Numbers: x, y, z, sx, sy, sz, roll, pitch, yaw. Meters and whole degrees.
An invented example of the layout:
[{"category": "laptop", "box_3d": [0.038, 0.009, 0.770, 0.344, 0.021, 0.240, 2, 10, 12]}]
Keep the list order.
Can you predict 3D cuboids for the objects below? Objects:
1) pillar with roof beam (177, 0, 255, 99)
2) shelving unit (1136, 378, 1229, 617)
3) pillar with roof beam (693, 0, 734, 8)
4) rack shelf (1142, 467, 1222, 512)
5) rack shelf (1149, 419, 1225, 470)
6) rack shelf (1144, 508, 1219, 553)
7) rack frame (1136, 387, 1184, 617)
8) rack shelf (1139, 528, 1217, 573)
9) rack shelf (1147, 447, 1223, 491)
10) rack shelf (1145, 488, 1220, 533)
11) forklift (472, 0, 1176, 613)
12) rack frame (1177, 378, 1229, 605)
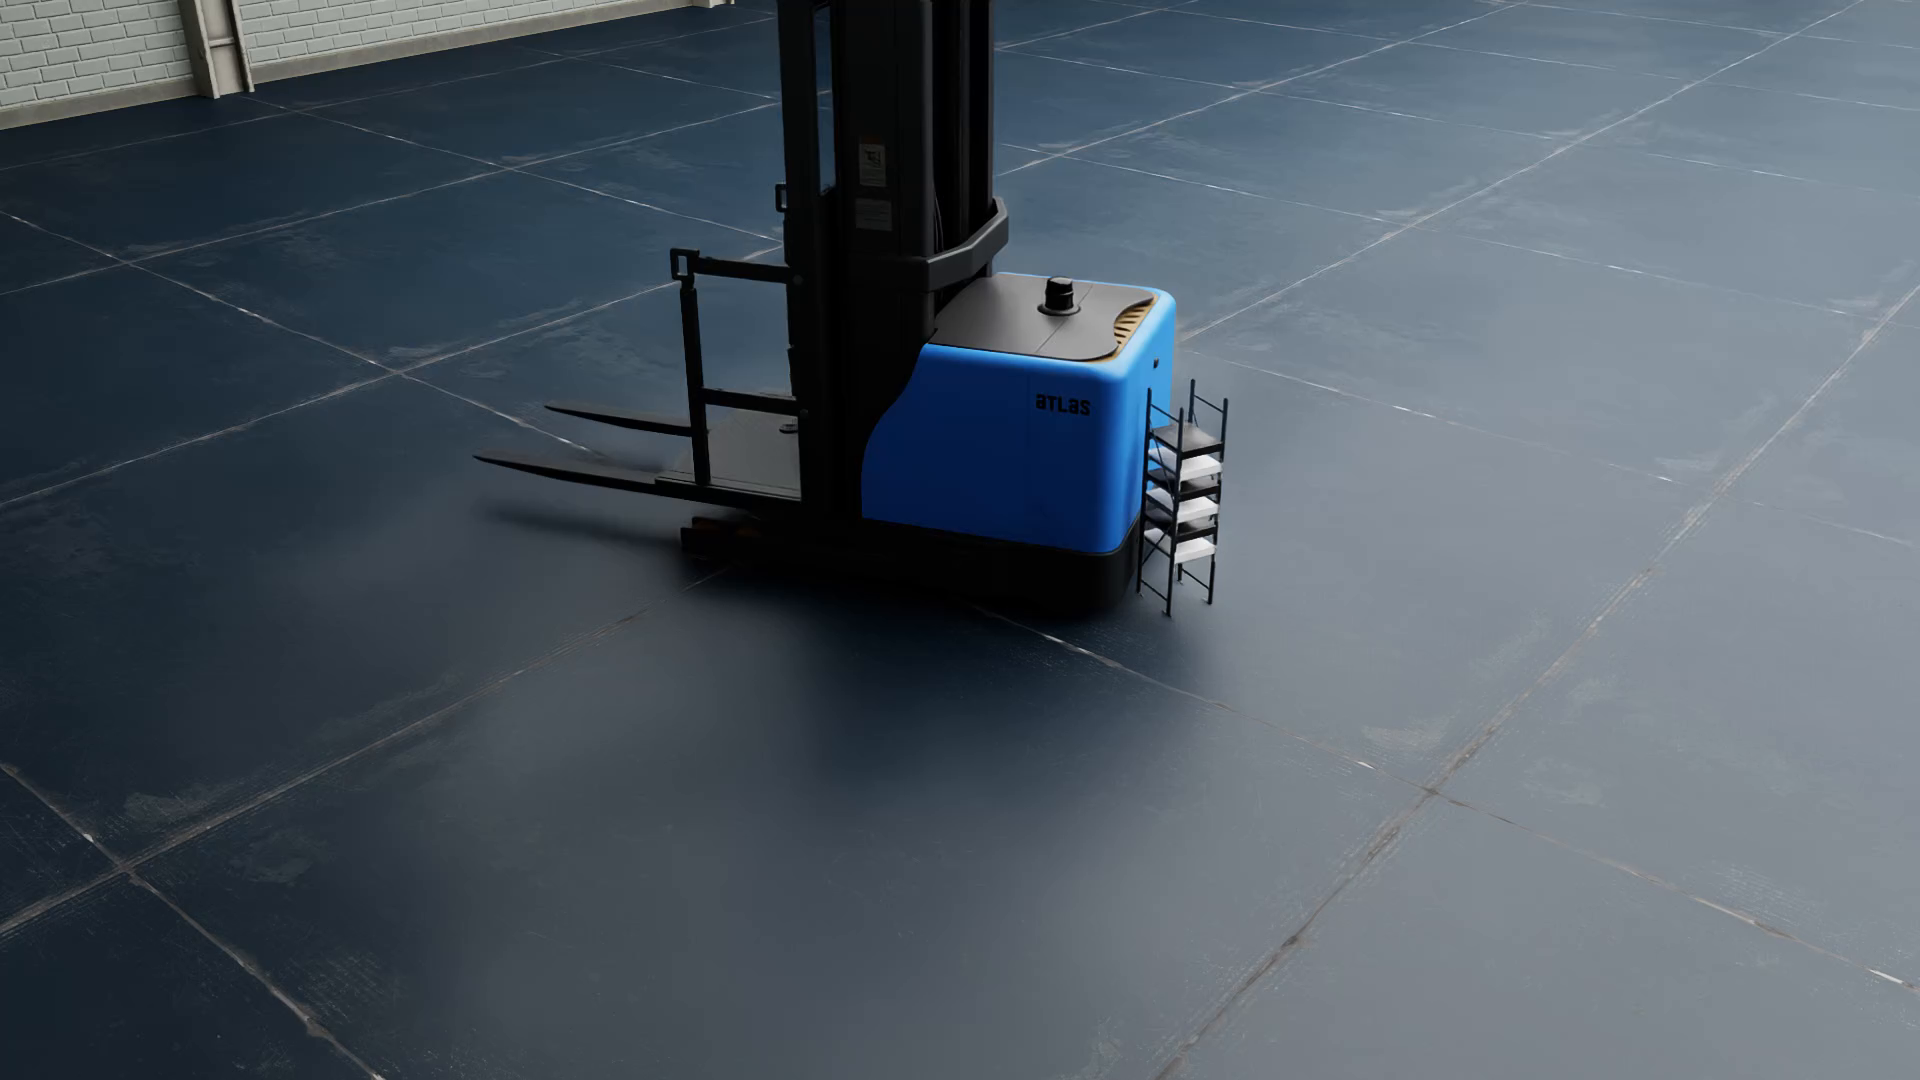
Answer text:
[{"category": "pillar with roof beam", "box_3d": [-3.349, -6.806, 10.613, 9.100, 9.000, 0.400, 21, 34, 34]}, {"category": "shelving unit", "box_3d": [0.874, -0.164, 6.587, 0.210, 0.900, 0.258, -14, 30, -24]}, {"category": "pillar with roof beam", "box_3d": [0.467, -8.933, 14.725, 9.100, 9.000, 0.400, 21, 34, 34]}, {"category": "rack shelf", "box_3d": [0.874, -0.214, 6.561, 0.200, 0.077, 0.258, -14, 30, -24]}, {"category": "rack shelf", "box_3d": [0.874, -0.374, 6.478, 0.200, 0.077, 0.258, -14, 30, -24]}, {"category": "rack shelf", "box_3d": [0.874, -0.054, 6.643, 0.200, 0.077, 0.258, -14, 30, -24]}, {"category": "rack frame", "box_3d": [0.784, -0.142, 6.545, 0.006, 0.900, 0.240, -14, 30, -24]}, {"category": "rack shelf", "box_3d": [0.874, 0.026, 6.685, 0.200, 0.077, 0.258, -14, 30, -24]}, {"category": "rack shelf", "box_3d": [0.874, -0.294, 6.519, 0.200, 0.077, 0.258, -14, 30, -24]}, {"category": "rack shelf", "box_3d": [0.874, -0.134, 6.602, 0.200, 0.077, 0.258, -14, 30, -24]}, {"category": "forklift", "box_3d": [-0.663, -1.405, 6.776, 3.031, 2.935, 1.130, 9, 29, 17]}, {"category": "rack frame", "box_3d": [0.964, -0.185, 6.629, 0.006, 0.900, 0.240, -14, 30, -24]}]
